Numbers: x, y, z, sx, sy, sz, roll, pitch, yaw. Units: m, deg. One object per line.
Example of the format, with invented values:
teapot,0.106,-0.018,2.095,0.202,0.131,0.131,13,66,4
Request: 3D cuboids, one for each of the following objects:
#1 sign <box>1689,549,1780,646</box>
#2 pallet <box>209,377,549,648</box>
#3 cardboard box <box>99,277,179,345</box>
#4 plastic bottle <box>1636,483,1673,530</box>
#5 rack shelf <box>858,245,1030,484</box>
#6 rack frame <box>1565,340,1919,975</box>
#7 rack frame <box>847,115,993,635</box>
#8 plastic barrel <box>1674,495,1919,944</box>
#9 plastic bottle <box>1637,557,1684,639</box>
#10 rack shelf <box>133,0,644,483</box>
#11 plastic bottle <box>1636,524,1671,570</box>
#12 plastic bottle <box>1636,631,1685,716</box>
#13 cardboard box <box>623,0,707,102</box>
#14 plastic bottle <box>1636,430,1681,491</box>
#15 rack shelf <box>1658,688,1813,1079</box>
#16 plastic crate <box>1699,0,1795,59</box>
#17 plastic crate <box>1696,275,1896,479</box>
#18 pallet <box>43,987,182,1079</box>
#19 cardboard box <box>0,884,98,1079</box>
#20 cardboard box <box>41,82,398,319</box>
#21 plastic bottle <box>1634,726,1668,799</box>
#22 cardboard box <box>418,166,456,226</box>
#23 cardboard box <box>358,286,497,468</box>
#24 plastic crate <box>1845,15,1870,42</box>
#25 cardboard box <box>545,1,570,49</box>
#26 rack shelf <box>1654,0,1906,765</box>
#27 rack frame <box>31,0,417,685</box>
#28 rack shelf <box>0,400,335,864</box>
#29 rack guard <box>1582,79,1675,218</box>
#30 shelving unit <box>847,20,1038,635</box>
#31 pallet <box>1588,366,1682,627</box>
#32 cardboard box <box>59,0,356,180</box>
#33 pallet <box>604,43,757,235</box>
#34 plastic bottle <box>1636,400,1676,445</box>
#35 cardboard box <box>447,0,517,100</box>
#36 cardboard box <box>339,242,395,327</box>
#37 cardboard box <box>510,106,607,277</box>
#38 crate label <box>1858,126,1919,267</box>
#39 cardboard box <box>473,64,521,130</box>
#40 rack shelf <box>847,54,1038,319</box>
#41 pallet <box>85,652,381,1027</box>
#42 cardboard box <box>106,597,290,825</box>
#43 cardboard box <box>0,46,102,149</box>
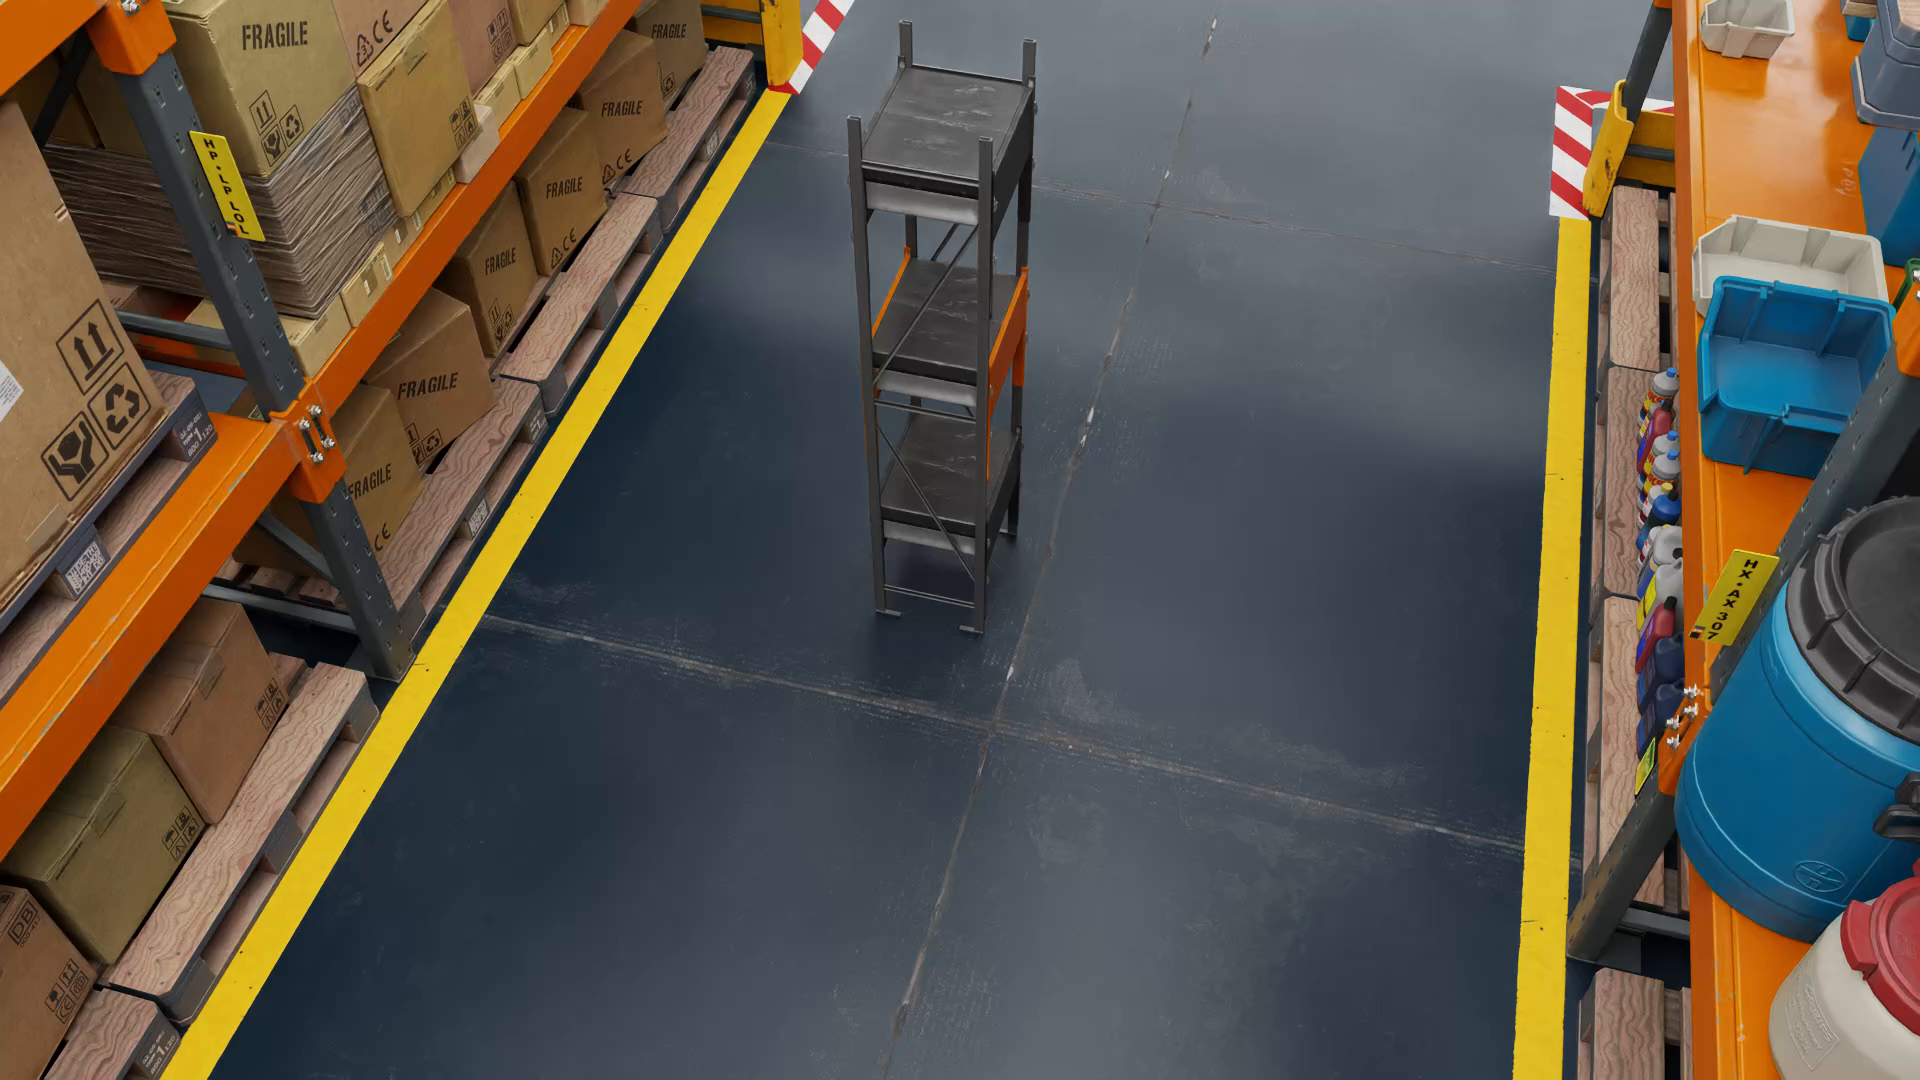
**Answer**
sign,1.832,0.139,3.942,0.100,0.325,0.005,12,50,10
pallet,-2.276,-0.200,6.286,1.003,0.211,1.213,12,50,10
cardboard box,-2.646,-0.760,5.088,0.380,0.149,0.250,12,50,10
plastic bottle,2.492,-0.123,5.931,0.097,0.201,0.097,0,49,0
rack shelf,-0.044,-0.566,5.367,0.431,0.518,0.480,12,50,10
rack frame,2.360,0.348,3.943,1.000,3.000,0.127,12,50,10
rack frame,-0.108,-0.399,5.201,0.400,2.100,0.015,12,50,10
plastic barrel,1.966,0.401,3.561,0.600,0.901,0.708,12,50,10
plastic bottle,2.386,0.183,5.561,0.144,0.351,0.185,11,50,10
rack shelf,-1.892,-1.838,6.352,1.077,0.370,4.000,12,50,10
plastic bottle,2.438,0.025,5.800,0.097,0.201,0.097,0,49,0
plastic bottle,2.301,0.417,5.355,0.144,0.351,0.185,9,49,8
cardboard box,-1.547,-2.387,7.743,0.500,0.500,0.500,20,52,17
plastic bottle,2.544,-0.291,6.032,0.097,0.271,0.097,0,49,0
rack shelf,1.833,2.032,2.936,1.077,0.370,4.000,12,50,10
plastic crate,2.866,-1.875,6.080,0.298,0.136,0.250,12,50,10
plastic crate,2.389,-0.457,4.752,0.499,0.251,0.616,12,50,10
pallet,-2.941,1.742,4.572,1.003,0.211,1.213,12,50,10
cardboard box,-2.892,1.238,4.531,0.700,0.500,0.500,8,49,7
cardboard box,-2.241,-1.075,4.933,0.875,0.500,0.500,12,50,10
plastic bottle,2.168,0.688,5.161,0.061,0.283,0.133,14,50,12
cardboard box,-1.898,-1.190,5.467,0.380,0.149,0.250,12,50,10
cardboard box,-2.132,-0.639,6.200,0.500,0.500,0.500,27,54,22
plastic crate,3.569,-2.075,6.180,0.499,0.251,0.616,12,50,10
cardboard box,-1.668,-1.920,6.112,0.380,0.149,0.250,12,50,10
rack shelf,2.886,-0.861,5.489,1.077,0.370,4.000,12,50,10
rack frame,-2.419,-0.630,4.805,1.000,3.000,0.127,12,50,10
rack shelf,-2.945,1.055,3.798,1.077,0.370,4.000,12,50,10
rack guard,3.438,-1.654,7.377,1.175,0.500,0.348,12,50,10
shelving unit,-0.044,-0.575,5.357,0.431,2.100,0.503,12,50,10
pallet,2.896,-0.093,6.191,1.003,0.211,1.213,12,50,10
cardboard box,-2.055,-1.368,4.524,0.500,0.500,0.500,12,50,10
pallet,-1.634,-1.965,7.843,1.003,0.211,1.213,12,50,10
plastic bottle,2.607,-0.441,6.211,0.097,0.201,0.097,0,49,0
cardboard box,-2.041,-1.811,5.583,0.875,0.500,0.500,12,50,10
cardboard box,-1.994,-0.821,5.142,0.380,0.149,0.250,12,50,10
cardboard box,-1.854,-1.498,6.959,0.500,0.500,0.500,16,50,14
crate label,3.189,-1.173,5.261,0.502,0.435,0.616,12,50,10
cardboard box,-1.767,-1.552,5.787,0.380,0.149,0.250,12,50,10
rack shelf,-0.044,-1.029,4.842,0.431,0.518,0.480,12,50,10
pallet,-2.622,0.856,5.353,1.003,0.211,1.213,12,50,10
cardboard box,-2.601,0.492,5.189,0.700,0.500,0.500,8,49,7
cardboard box,-2.566,-1.472,4.617,0.500,0.500,0.500,12,50,10
